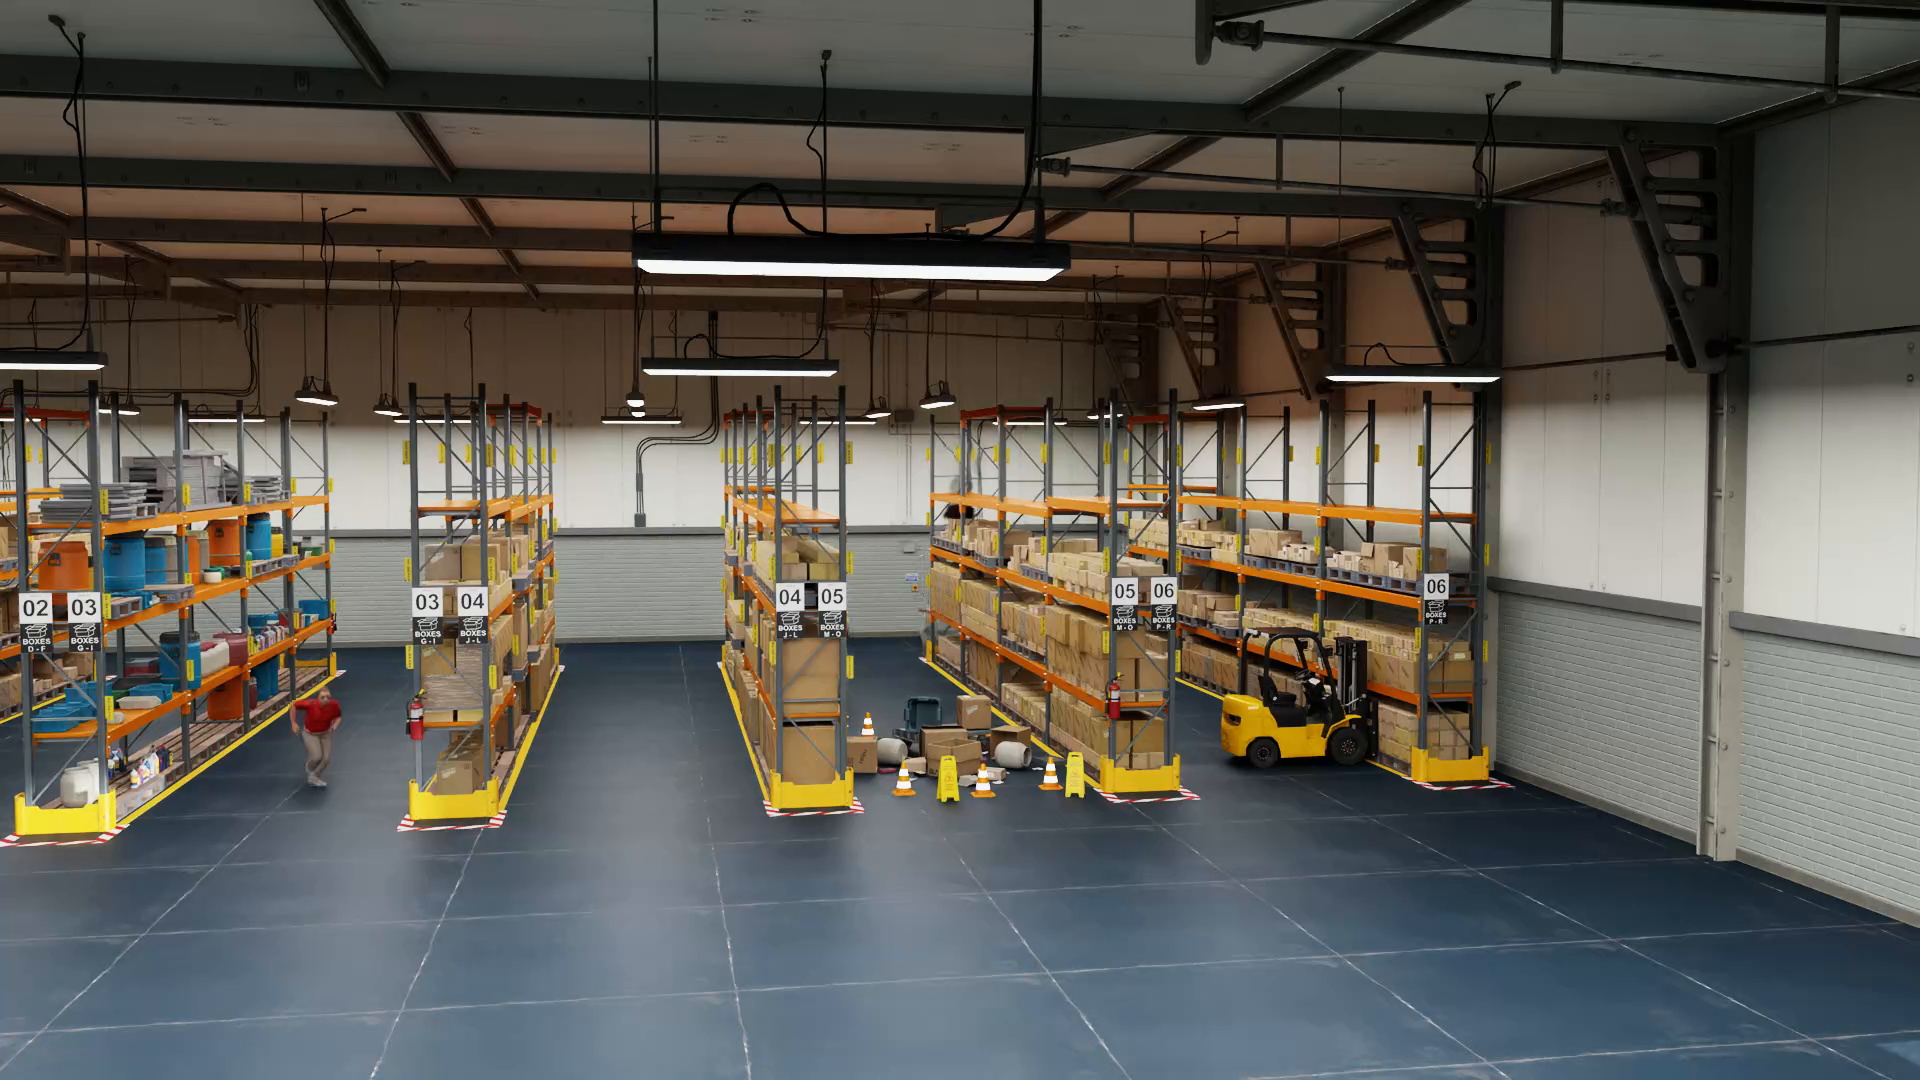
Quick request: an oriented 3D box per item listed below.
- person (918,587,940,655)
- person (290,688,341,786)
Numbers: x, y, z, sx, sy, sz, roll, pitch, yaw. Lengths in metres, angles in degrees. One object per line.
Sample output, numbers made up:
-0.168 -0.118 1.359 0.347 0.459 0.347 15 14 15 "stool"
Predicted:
-0.716 2.045 41.828 0.747 1.757 0.546 -1 3 -18 "person"
-9.654 2.964 24.944 0.694 1.551 0.889 -2 4 -40 "person"
